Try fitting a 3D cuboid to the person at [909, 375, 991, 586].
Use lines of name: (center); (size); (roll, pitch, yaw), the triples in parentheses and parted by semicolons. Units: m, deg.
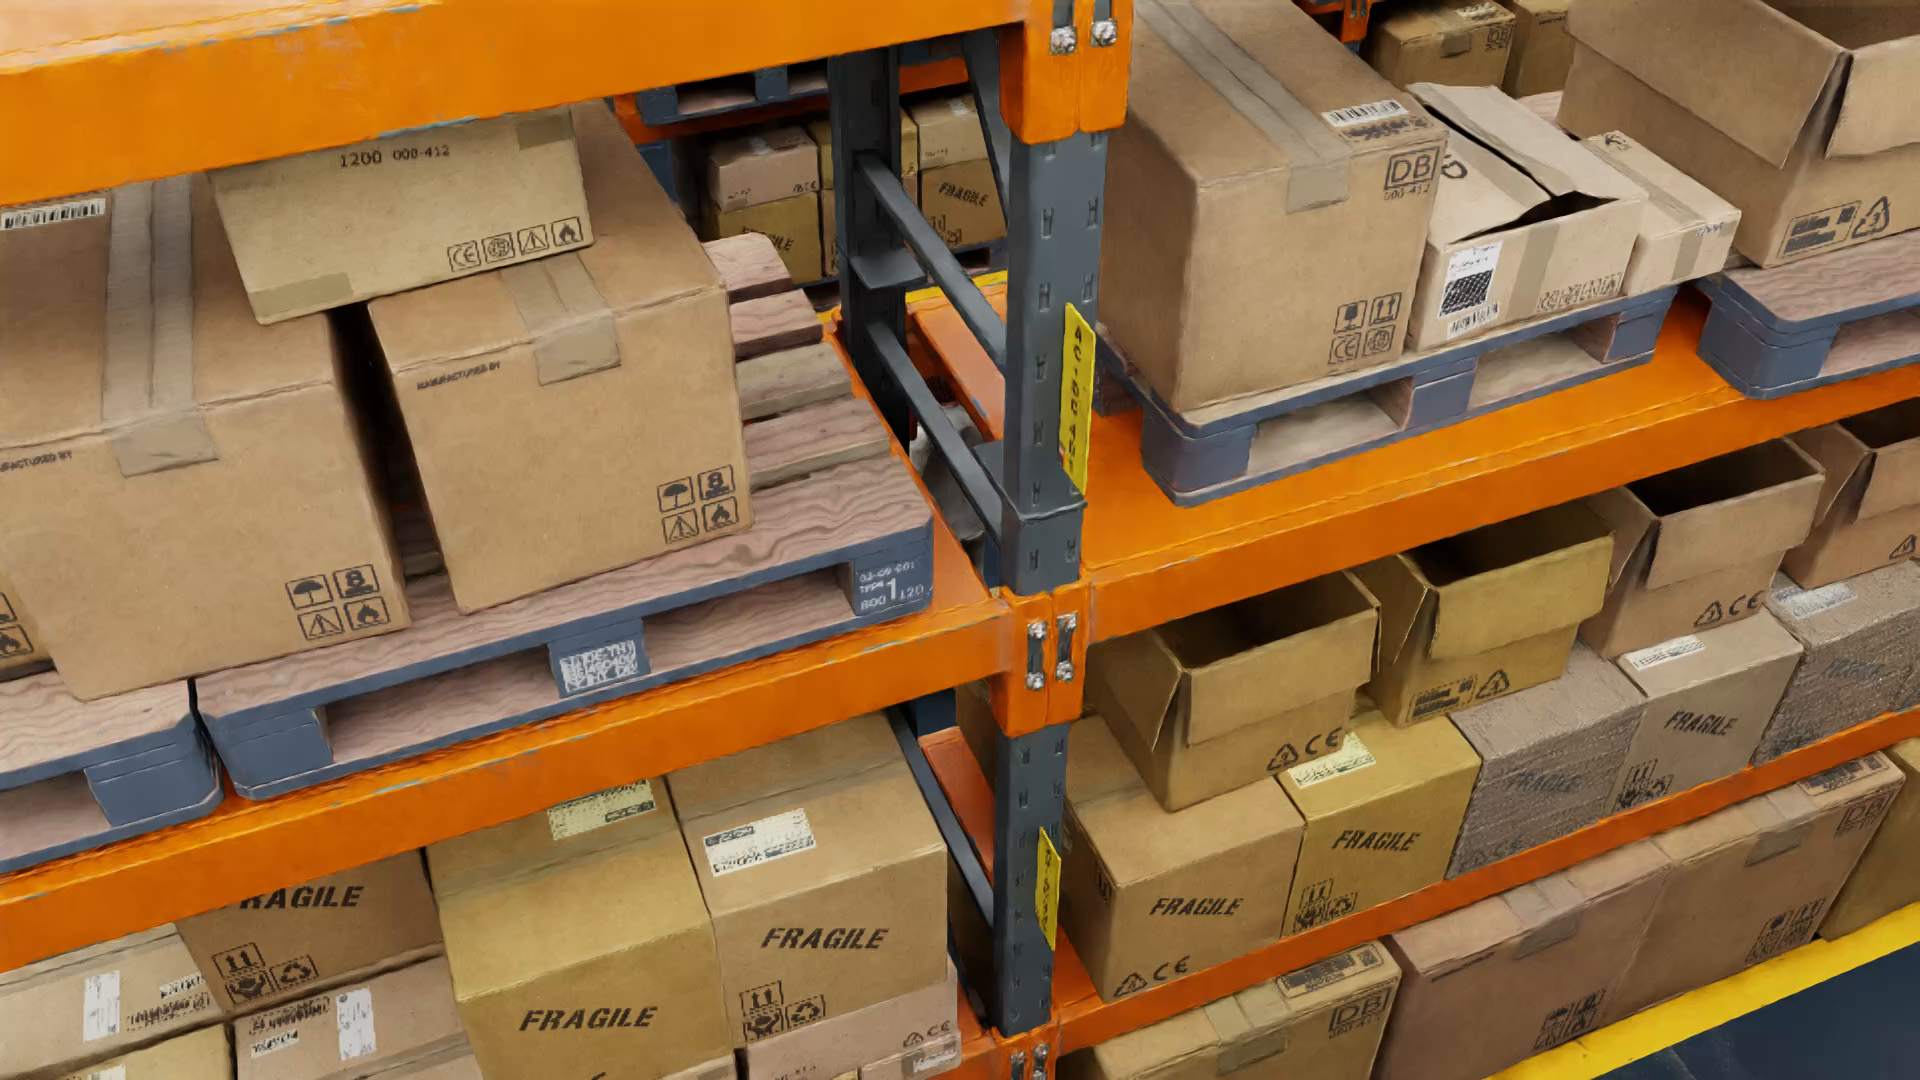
person: (-0.083, -0.083, 6.220); (0.486, 1.603, 0.422); (-29, 50, -28)
